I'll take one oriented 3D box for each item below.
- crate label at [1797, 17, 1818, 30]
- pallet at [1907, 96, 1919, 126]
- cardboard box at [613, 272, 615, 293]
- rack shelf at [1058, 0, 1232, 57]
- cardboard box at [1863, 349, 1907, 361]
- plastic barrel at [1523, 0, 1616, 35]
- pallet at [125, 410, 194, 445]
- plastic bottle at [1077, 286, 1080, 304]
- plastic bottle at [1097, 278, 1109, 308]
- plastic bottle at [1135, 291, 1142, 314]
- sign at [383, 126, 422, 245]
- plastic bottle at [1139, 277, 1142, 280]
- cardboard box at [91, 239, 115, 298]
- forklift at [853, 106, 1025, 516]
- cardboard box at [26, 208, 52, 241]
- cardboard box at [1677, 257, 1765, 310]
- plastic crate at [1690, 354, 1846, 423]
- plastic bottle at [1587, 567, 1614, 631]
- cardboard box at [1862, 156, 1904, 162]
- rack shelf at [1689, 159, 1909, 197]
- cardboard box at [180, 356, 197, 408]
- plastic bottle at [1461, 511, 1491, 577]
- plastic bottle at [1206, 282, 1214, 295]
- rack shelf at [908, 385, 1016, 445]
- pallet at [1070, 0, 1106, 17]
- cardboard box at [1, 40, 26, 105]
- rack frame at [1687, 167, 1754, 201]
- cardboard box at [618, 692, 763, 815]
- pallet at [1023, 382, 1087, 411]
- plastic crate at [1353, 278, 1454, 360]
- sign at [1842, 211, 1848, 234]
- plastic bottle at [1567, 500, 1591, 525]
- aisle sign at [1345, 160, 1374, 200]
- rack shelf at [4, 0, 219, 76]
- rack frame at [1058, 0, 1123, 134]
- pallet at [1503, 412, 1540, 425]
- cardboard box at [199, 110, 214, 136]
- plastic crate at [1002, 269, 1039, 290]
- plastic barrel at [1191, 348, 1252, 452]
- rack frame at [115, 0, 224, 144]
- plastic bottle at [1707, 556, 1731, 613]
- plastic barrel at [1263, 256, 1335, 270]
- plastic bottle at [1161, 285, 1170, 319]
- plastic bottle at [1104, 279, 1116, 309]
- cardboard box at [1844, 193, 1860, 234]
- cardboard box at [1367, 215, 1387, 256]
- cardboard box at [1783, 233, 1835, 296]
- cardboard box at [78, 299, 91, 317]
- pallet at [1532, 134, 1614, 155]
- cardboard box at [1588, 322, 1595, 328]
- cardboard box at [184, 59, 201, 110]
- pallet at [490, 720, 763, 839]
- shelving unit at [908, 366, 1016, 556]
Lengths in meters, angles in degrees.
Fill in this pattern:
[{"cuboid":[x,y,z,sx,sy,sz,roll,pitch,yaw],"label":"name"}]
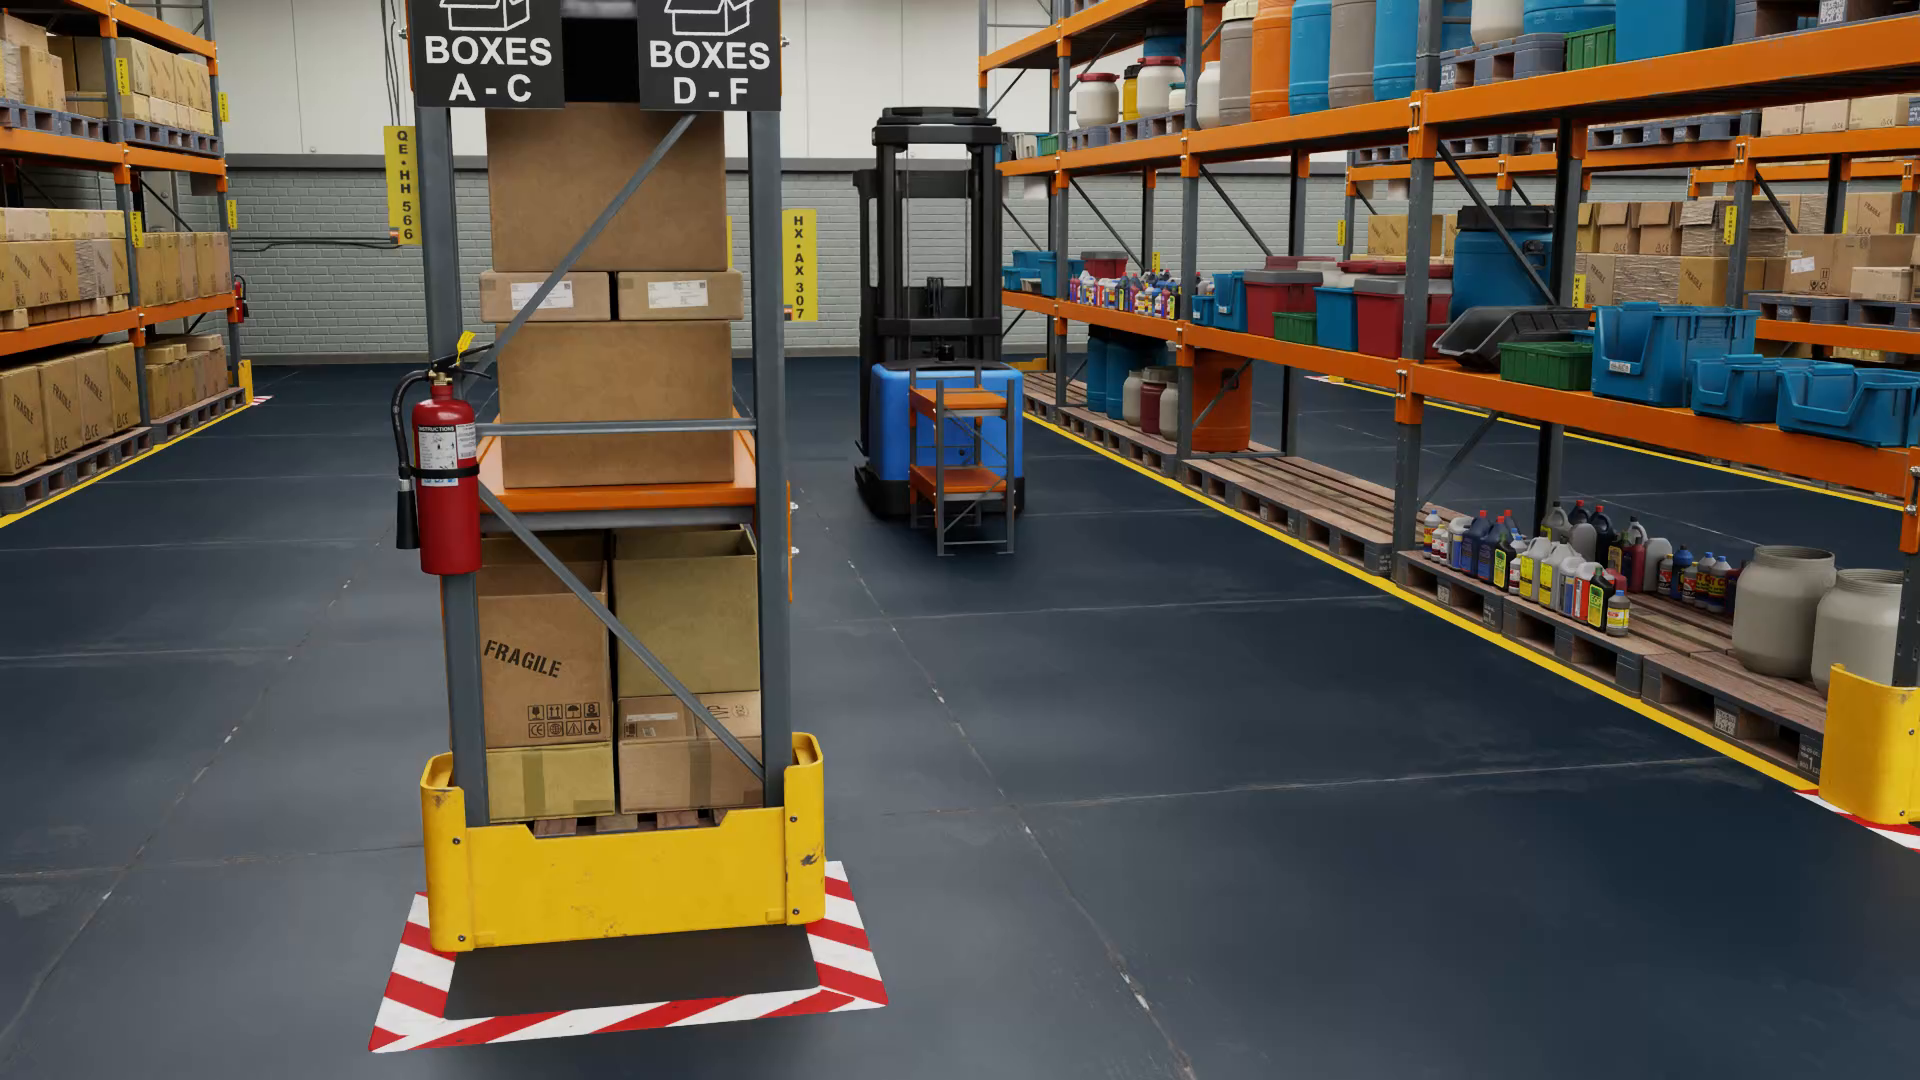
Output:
[{"cuboid":[3.804,-2.258,7.415,0.502,0.251,0.408,-2,11,-11],"label":"crate label"},{"cuboid":[7.704,-3.105,11.967,1.213,0.211,1.003,-2,11,-11],"label":"pallet"},{"cuboid":[-1.677,-1.132,7.120,0.380,0.149,0.250,-2,11,-13],"label":"cardboard box"},{"cuboid":[1.899,-4.734,14.995,1.077,0.370,4.000,-2,11,-11],"label":"rack shelf"},{"cuboid":[10.929,-2.199,19.640,0.380,0.149,0.250,-2,11,-9],"label":"cardboard box"},{"cuboid":[3.154,-2.976,8.323,0.600,0.901,0.708,-2,11,-11],"label":"plastic barrel"},{"cuboid":[-8.279,-1.116,16.494,1.003,0.211,1.213,-2,11,-11],"label":"pallet"},{"cuboid":[1.229,-2.478,16.726,0.097,0.201,0.097,0,11,0],"label":"plastic bottle"},{"cuboid":[1.406,-2.374,15.979,0.152,0.276,0.135,-2,11,-11],"label":"plastic bottle"},{"cuboid":[1.609,-2.120,14.844,0.097,0.201,0.097,0,11,0],"label":"plastic bottle"},{"cuboid":[-1.551,-0.991,4.651,0.100,0.325,0.005,-2,11,-11],"label":"sign"},{"cuboid":[1.904,-2.582,17.072,0.152,0.276,0.135,-2,11,-11],"label":"plastic bottle"},{"cuboid":[-7.762,-2.380,14.560,0.500,0.500,0.500,-2,11,-11],"label":"cardboard box"},{"cuboid":[-0.254,-1.842,13.037,1.130,2.935,3.031,-2,11,-8],"label":"forklift"},{"cuboid":[-7.472,-2.466,13.007,0.500,0.250,0.500,-2,11,-11],"label":"cardboard box"},{"cuboid":[6.807,-2.281,14.889,0.500,0.500,0.500,-2,11,-9],"label":"cardboard box"},{"cuboid":[3.332,-0.630,6.881,0.499,0.251,0.408,-2,11,-11],"label":"plastic crate"},{"cuboid":[3.016,0.274,7.823,0.061,0.283,0.133,-2,11,-10],"label":"plastic bottle"},{"cuboid":[10.893,-4.526,19.330,0.500,0.250,0.500,-2,11,-10],"label":"cardboard box"},{"cuboid":[10.864,-4.532,20.889,1.077,0.370,4.000,-2,11,-11],"label":"rack shelf"},{"cuboid":[-8.445,-1.649,17.400,0.700,0.500,0.500,-2,11,-10],"label":"cardboard box"},{"cuboid":[2.816,0.012,9.019,0.144,0.351,0.185,-2,11,-9],"label":"plastic bottle"},{"cuboid":[2.301,-2.232,15.244,0.097,0.271,0.097,0,11,0],"label":"plastic bottle"},{"cuboid":[-0.001,-0.841,11.043,0.538,0.278,1.000,-2,11,-11],"label":"rack shelf"},{"cuboid":[1.701,-5.211,16.081,1.003,0.211,1.213,-2,11,-11],"label":"pallet"},{"cuboid":[-7.938,-3.723,13.266,0.700,0.500,0.500,-2,11,-11],"label":"cardboard box"},{"cuboid":[10.475,-3.779,23.029,1.000,3.000,0.127,-2,11,-11],"label":"rack frame"},{"cuboid":[-0.902,0.715,5.649,0.500,0.250,0.500,-2,11,-11],"label":"cardboard box"},{"cuboid":[1.088,-1.691,19.518,1.003,0.211,1.213,-2,11,-11],"label":"pallet"},{"cuboid":[2.672,-1.345,10.072,0.402,0.464,0.583,-2,11,-11],"label":"plastic crate"},{"cuboid":[7.677,-2.701,14.482,0.100,0.325,0.005,-2,11,-11],"label":"sign"},{"cuboid":[3.474,-0.043,9.310,0.144,0.351,0.185,-2,11,-13],"label":"plastic bottle"},{"cuboid":[5.282,-4.897,21.948,0.394,0.787,0.004,-2,11,-11],"label":"aisle sign"},{"cuboid":[-8.597,-5.107,16.956,1.077,0.370,4.000,-2,11,-11],"label":"rack shelf"},{"cuboid":[1.510,-5.651,16.817,1.000,3.000,0.127,-2,11,-11],"label":"rack frame"},{"cuboid":[6.592,-1.375,17.856,1.003,0.211,1.213,-2,11,-11],"label":"pallet"},{"cuboid":[-8.583,-4.607,18.370,0.500,0.250,0.500,-2,11,-9],"label":"cardboard box"},{"cuboid":[0.713,-3.086,19.673,0.416,0.233,0.300,-2,11,-11],"label":"plastic crate"},{"cuboid":[2.176,-1.199,14.156,0.600,0.830,0.708,-2,11,-11],"label":"plastic barrel"},{"cuboid":[-8.986,-6.024,18.779,1.000,3.000,0.127,-2,11,-11],"label":"rack frame"},{"cuboid":[3.730,0.215,8.166,0.097,0.271,0.097,0,11,0],"label":"plastic bottle"},{"cuboid":[2.675,-1.963,13.122,0.600,0.536,0.708,-2,11,-11],"label":"plastic barrel"},{"cuboid":[1.746,-2.014,14.065,0.061,0.283,0.133,-2,11,-11],"label":"plastic bottle"},{"cuboid":[1.451,-2.331,15.755,0.152,0.276,0.135,-2,11,-11],"label":"plastic bottle"},{"cuboid":[10.791,-3.903,19.943,0.500,0.500,0.500,-2,11,-13],"label":"cardboard box"},{"cuboid":[5.516,-3.869,21.099,0.500,0.500,0.500,-2,11,-12],"label":"cardboard box"},{"cuboid":[7.291,-2.308,13.909,0.500,0.500,0.500,-4,11,-18],"label":"cardboard box"},{"cuboid":[-7.695,-1.990,14.247,0.380,0.149,0.250,-2,11,-11],"label":"cardboard box"},{"cuboid":[6.595,-4.097,17.188,0.805,0.209,1.217,-3,11,-13],"label":"pallet"},{"cuboid":[6.687,-1.766,17.010,1.225,0.875,0.875,-3,11,-13],"label":"cardboard box"},{"cuboid":[-8.489,-4.884,17.817,0.500,0.500,0.500,-2,11,-9],"label":"cardboard box"},{"cuboid":[-1.205,0.908,5.862,1.003,0.211,1.213,-2,11,-11],"label":"pallet"},{"cuboid":[-0.001,-0.554,11.098,0.538,1.125,1.048,-2,11,-11],"label":"shelving unit"}]
